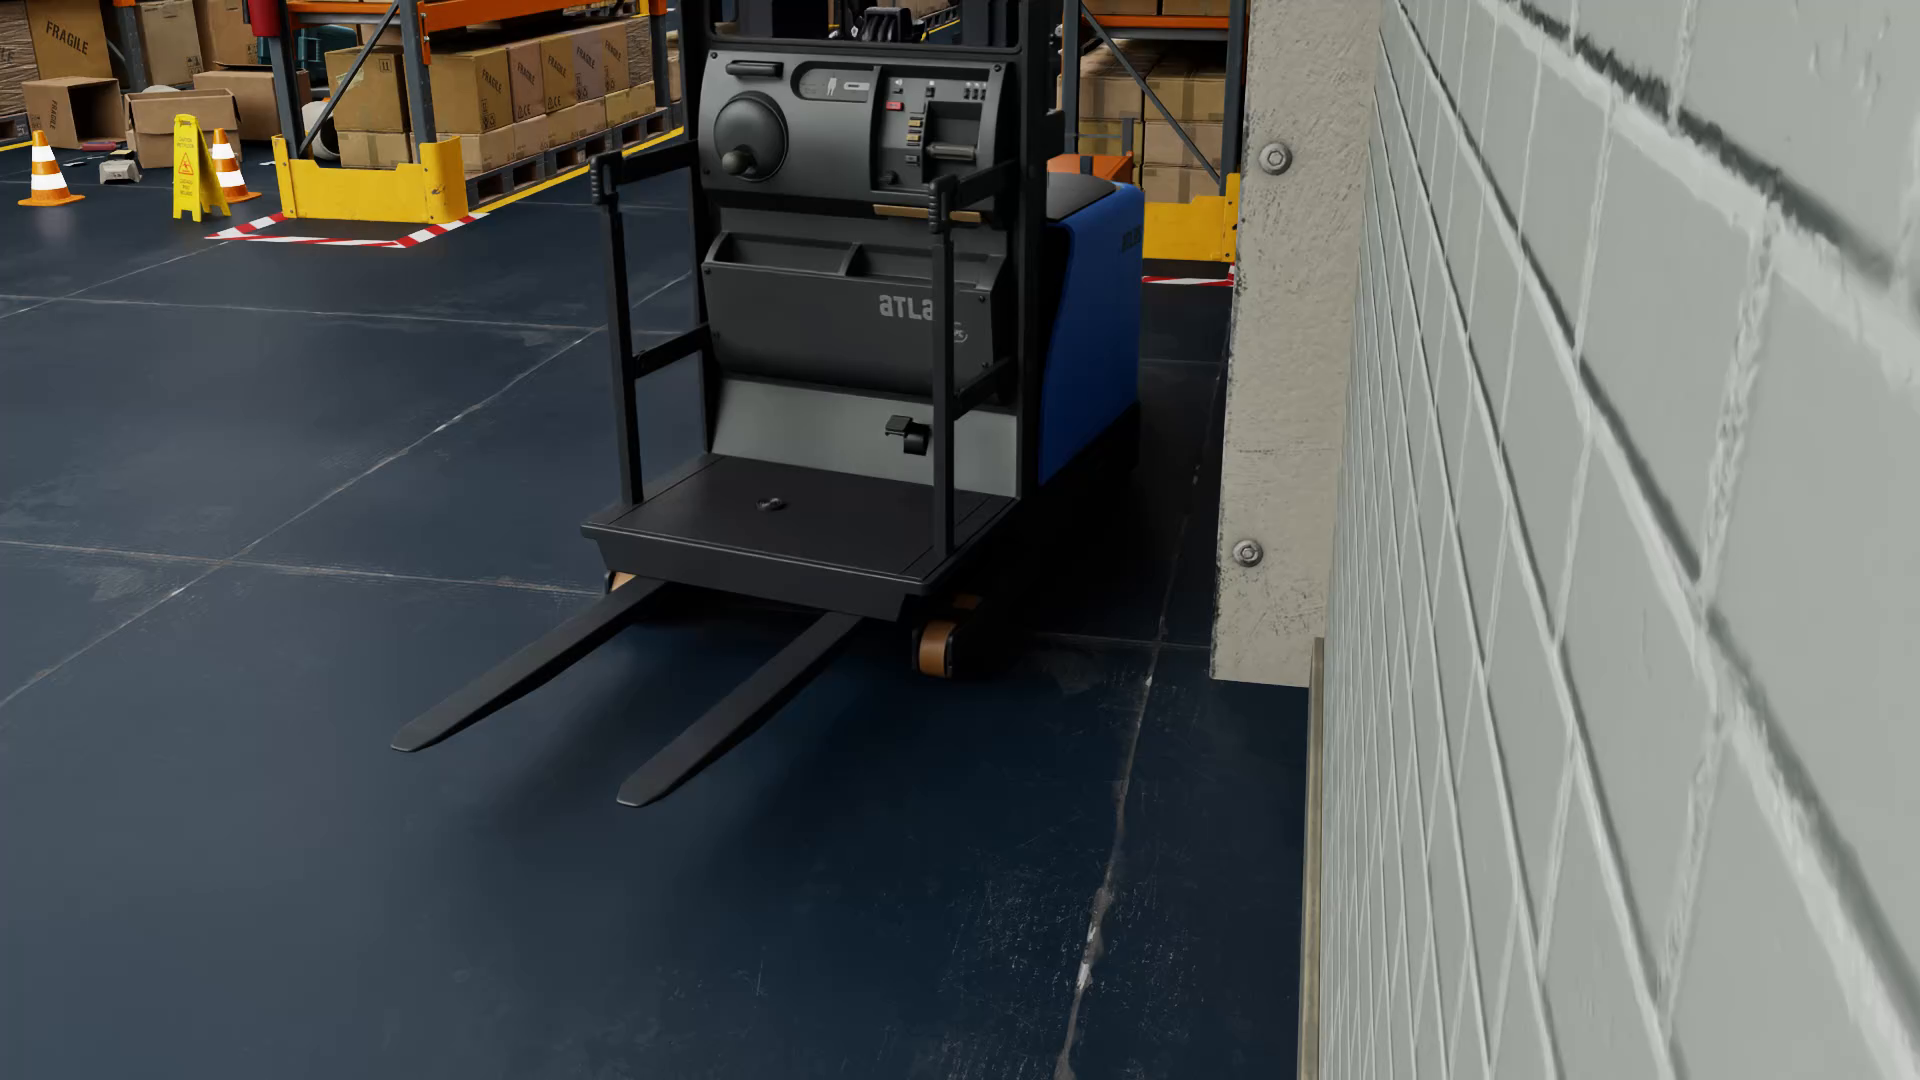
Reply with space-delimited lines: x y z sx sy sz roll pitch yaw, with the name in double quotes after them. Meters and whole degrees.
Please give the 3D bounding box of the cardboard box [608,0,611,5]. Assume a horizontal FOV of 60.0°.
-5.416 -8.029 24.708 0.380 0.149 0.250 5 22 11 "cardboard box"

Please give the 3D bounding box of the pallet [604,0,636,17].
-5.600 -8.032 25.195 1.003 0.211 1.213 4 22 11 "pallet"

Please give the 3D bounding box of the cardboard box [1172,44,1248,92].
1.684 -3.176 11.183 0.500 0.250 0.500 4 22 10 "cardboard box"

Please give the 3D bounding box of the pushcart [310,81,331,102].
-5.208 -3.858 14.608 1.648 0.377 0.936 -3 22 -8 "pushcart"

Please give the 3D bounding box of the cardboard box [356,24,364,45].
-6.622 -5.997 19.192 0.500 0.500 0.500 4 22 9 "cardboard box"

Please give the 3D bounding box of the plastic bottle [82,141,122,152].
-6.806 -3.129 13.222 0.283 0.061 0.133 -3 22 -8 "plastic bottle"

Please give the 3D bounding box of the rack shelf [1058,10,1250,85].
1.486 -3.477 11.114 1.077 0.370 4.000 4 22 11 "rack shelf"

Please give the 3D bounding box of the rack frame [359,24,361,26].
-7.016 -6.722 18.209 1.000 3.000 0.127 4 22 11 "rack frame"

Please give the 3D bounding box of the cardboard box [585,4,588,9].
-5.607 -7.746 24.004 0.380 0.149 0.250 5 22 12 "cardboard box"

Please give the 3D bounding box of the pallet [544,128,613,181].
-3.315 -2.930 12.525 1.003 0.211 1.213 4 22 11 "pallet"

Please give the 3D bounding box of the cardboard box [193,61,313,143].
-5.719 -3.539 13.466 0.797 0.637 0.503 4 22 11 "cardboard box"

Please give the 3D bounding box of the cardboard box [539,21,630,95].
-2.926 -3.763 12.977 0.500 0.500 0.500 5 22 12 "cardboard box"

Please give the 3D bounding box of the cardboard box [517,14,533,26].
-3.538 -4.063 12.852 0.380 0.149 0.250 5 23 13 "cardboard box"

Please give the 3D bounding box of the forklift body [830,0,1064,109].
-0.321 -3.518 11.389 2.313 2.155 1.214 4 22 11 "forklift body"

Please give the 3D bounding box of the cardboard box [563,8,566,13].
-5.754 -7.455 23.283 0.380 0.149 0.250 4 22 10 "cardboard box"

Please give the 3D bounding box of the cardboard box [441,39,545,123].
-3.240 -3.198 11.572 0.500 0.500 0.500 4 22 9 "cardboard box"

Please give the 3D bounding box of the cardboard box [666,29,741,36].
-2.417 -4.882 16.594 0.950 0.372 0.625 4 22 10 "cardboard box"

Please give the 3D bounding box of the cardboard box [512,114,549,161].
-3.235 -2.836 11.677 0.500 0.250 0.500 5 23 13 "cardboard box"

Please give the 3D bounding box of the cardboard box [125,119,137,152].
-6.380 -3.222 13.178 0.396 0.266 0.258 8 23 20 "cardboard box"

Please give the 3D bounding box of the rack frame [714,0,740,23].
-2.150 -6.382 17.364 1.000 3.000 0.127 4 22 11 "rack frame"

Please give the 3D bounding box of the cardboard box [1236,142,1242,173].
1.499 -2.346 10.461 0.500 0.250 0.500 5 22 11 "cardboard box"

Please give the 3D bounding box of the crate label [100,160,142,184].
-6.013 -2.636 11.896 0.250 0.136 0.298 -7 23 -17 "crate label"

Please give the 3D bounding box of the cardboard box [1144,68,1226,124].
1.361 -2.624 9.812 0.500 0.250 0.500 4 22 10 "cardboard box"

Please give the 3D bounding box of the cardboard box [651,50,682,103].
-2.861 -4.087 14.621 0.950 0.372 0.625 5 22 12 "cardboard box"

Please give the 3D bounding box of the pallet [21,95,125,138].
-8.064 -3.694 14.422 1.003 0.211 1.213 4 22 11 "pallet"

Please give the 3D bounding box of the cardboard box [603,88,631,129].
-2.922 -3.406 13.094 0.500 0.250 0.500 4 22 9 "cardboard box"

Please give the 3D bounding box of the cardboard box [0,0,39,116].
-8.209 -3.914 13.518 0.875 0.875 0.875 5 22 11 "cardboard box"

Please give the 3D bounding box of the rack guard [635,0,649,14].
-5.399 -8.461 25.872 1.175 0.500 0.348 4 22 11 "rack guard"

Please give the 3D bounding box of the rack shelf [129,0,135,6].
-7.424 -5.657 16.528 1.077 0.370 4.000 4 22 11 "rack shelf"

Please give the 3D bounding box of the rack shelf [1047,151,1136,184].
0.349 -1.319 6.518 0.538 0.278 1.000 5 23 13 "rack shelf"

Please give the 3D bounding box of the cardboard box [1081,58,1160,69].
0.965 -2.842 10.354 0.500 0.250 0.500 5 22 12 "cardboard box"

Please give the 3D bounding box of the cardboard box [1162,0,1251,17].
1.451 -3.286 9.542 0.500 0.500 0.500 5 23 13 "cardboard box"

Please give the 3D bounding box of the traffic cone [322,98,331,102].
-6.080 -4.458 15.983 0.336 0.463 0.334 4 22 11 "traffic cone"

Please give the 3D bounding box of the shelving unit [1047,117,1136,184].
0.349 -1.047 6.627 0.538 1.125 1.048 5 23 13 "shelving unit"

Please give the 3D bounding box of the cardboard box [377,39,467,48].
-3.771 -3.227 11.646 0.500 0.500 0.500 5 23 13 "cardboard box"

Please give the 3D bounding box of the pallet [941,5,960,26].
-0.604 -7.716 24.409 1.003 0.211 1.213 4 22 11 "pallet"

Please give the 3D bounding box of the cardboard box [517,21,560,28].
-3.448 -3.794 13.054 0.500 0.500 0.500 5 23 13 "cardboard box"

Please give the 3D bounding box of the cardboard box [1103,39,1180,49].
1.284 -3.403 11.748 0.500 0.250 0.500 5 23 13 "cardboard box"

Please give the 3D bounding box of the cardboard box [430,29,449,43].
-3.810 -3.568 11.624 0.380 0.149 0.250 5 22 12 "cardboard box"

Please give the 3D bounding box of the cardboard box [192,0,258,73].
-7.593 -4.997 16.375 1.050 0.750 0.750 4 22 11 "cardboard box"

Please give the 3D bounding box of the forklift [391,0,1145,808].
-0.395 -1.156 4.479 1.130 2.935 3.031 9 24 21 "forklift"

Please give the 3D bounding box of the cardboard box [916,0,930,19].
-0.918 -7.400 22.760 0.875 0.438 0.875 4 22 9 "cardboard box"
